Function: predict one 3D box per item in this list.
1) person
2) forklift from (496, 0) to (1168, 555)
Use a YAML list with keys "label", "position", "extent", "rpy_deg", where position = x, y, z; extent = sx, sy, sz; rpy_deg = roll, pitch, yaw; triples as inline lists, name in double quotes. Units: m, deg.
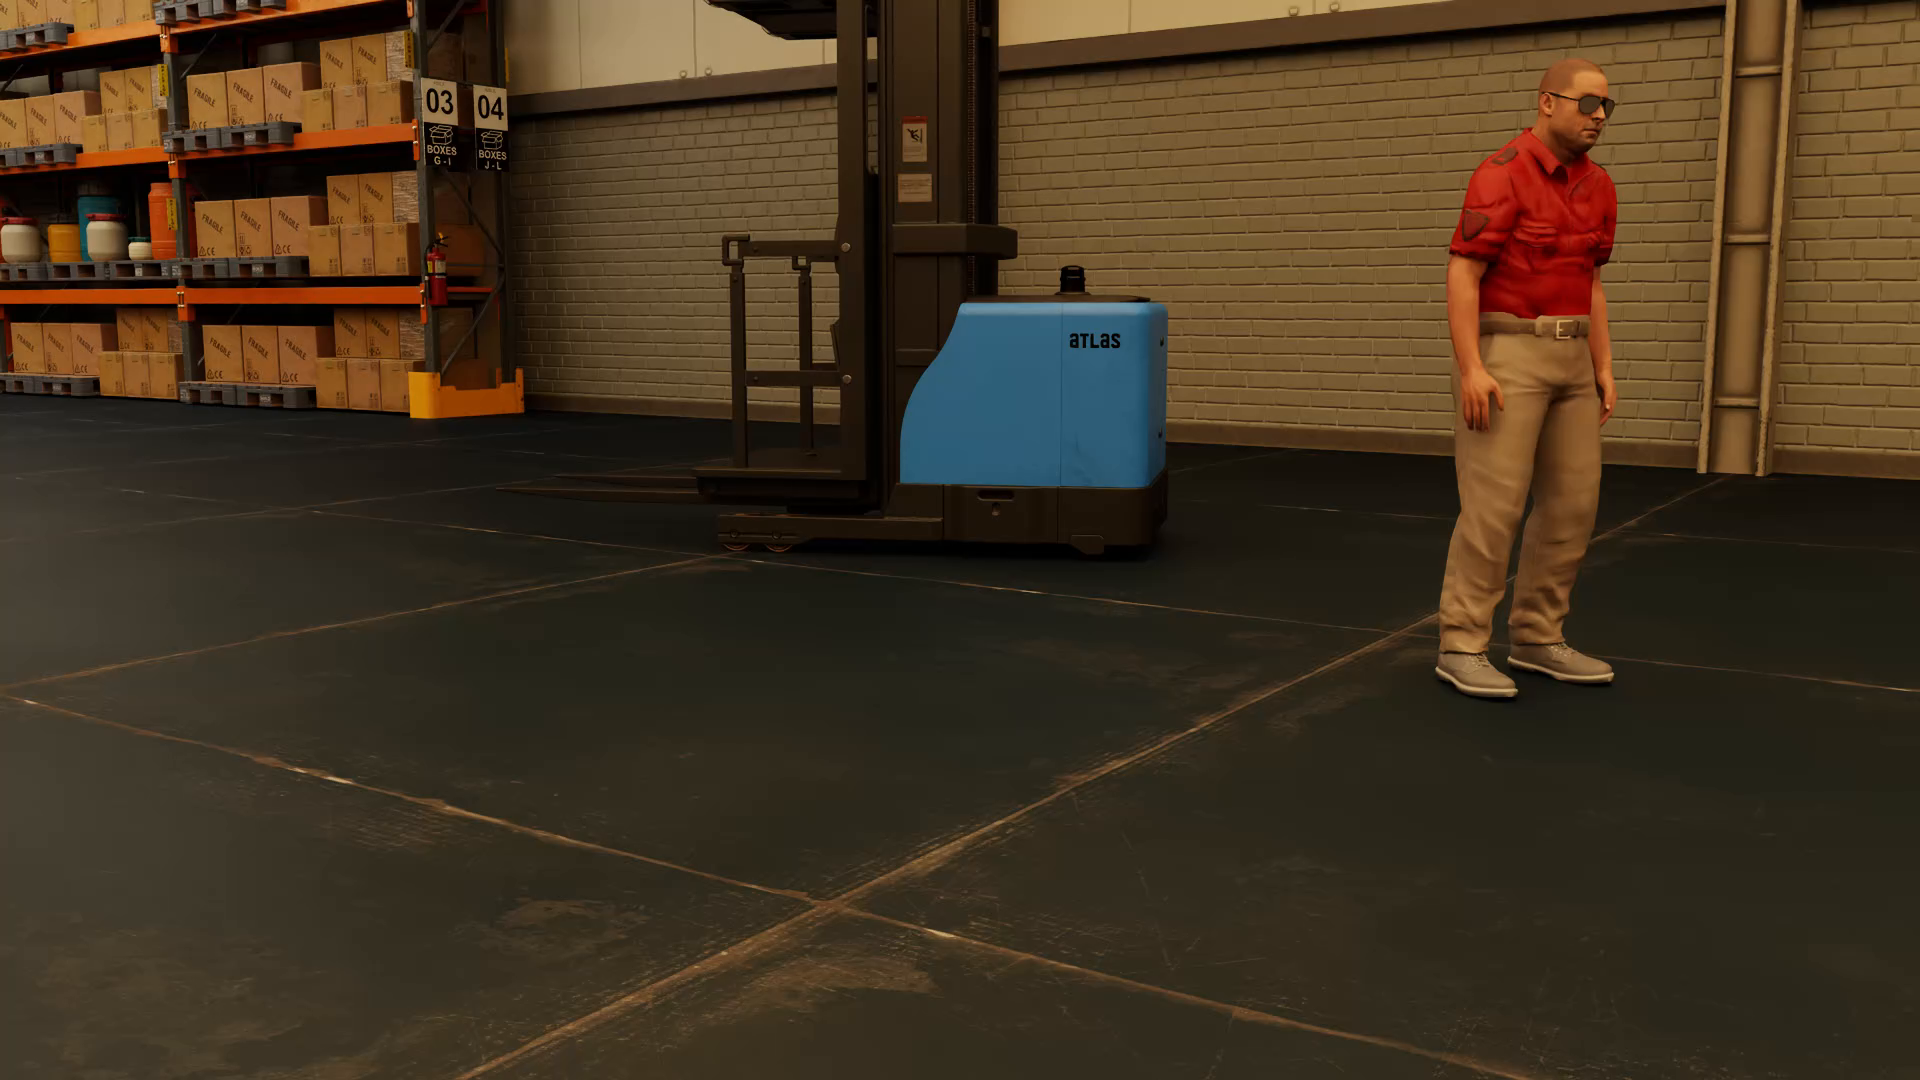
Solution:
- label: "person"
  position: [1.610, -0.455, 4.665]
  extent: [0.591, 1.726, 0.388]
  rpy_deg: [-4, 9, -28]
- label: "forklift"
  position: [-0.596, -1.469, 7.520]
  extent: [3.031, 2.935, 1.130]
  rpy_deg: [2, 8, 12]
